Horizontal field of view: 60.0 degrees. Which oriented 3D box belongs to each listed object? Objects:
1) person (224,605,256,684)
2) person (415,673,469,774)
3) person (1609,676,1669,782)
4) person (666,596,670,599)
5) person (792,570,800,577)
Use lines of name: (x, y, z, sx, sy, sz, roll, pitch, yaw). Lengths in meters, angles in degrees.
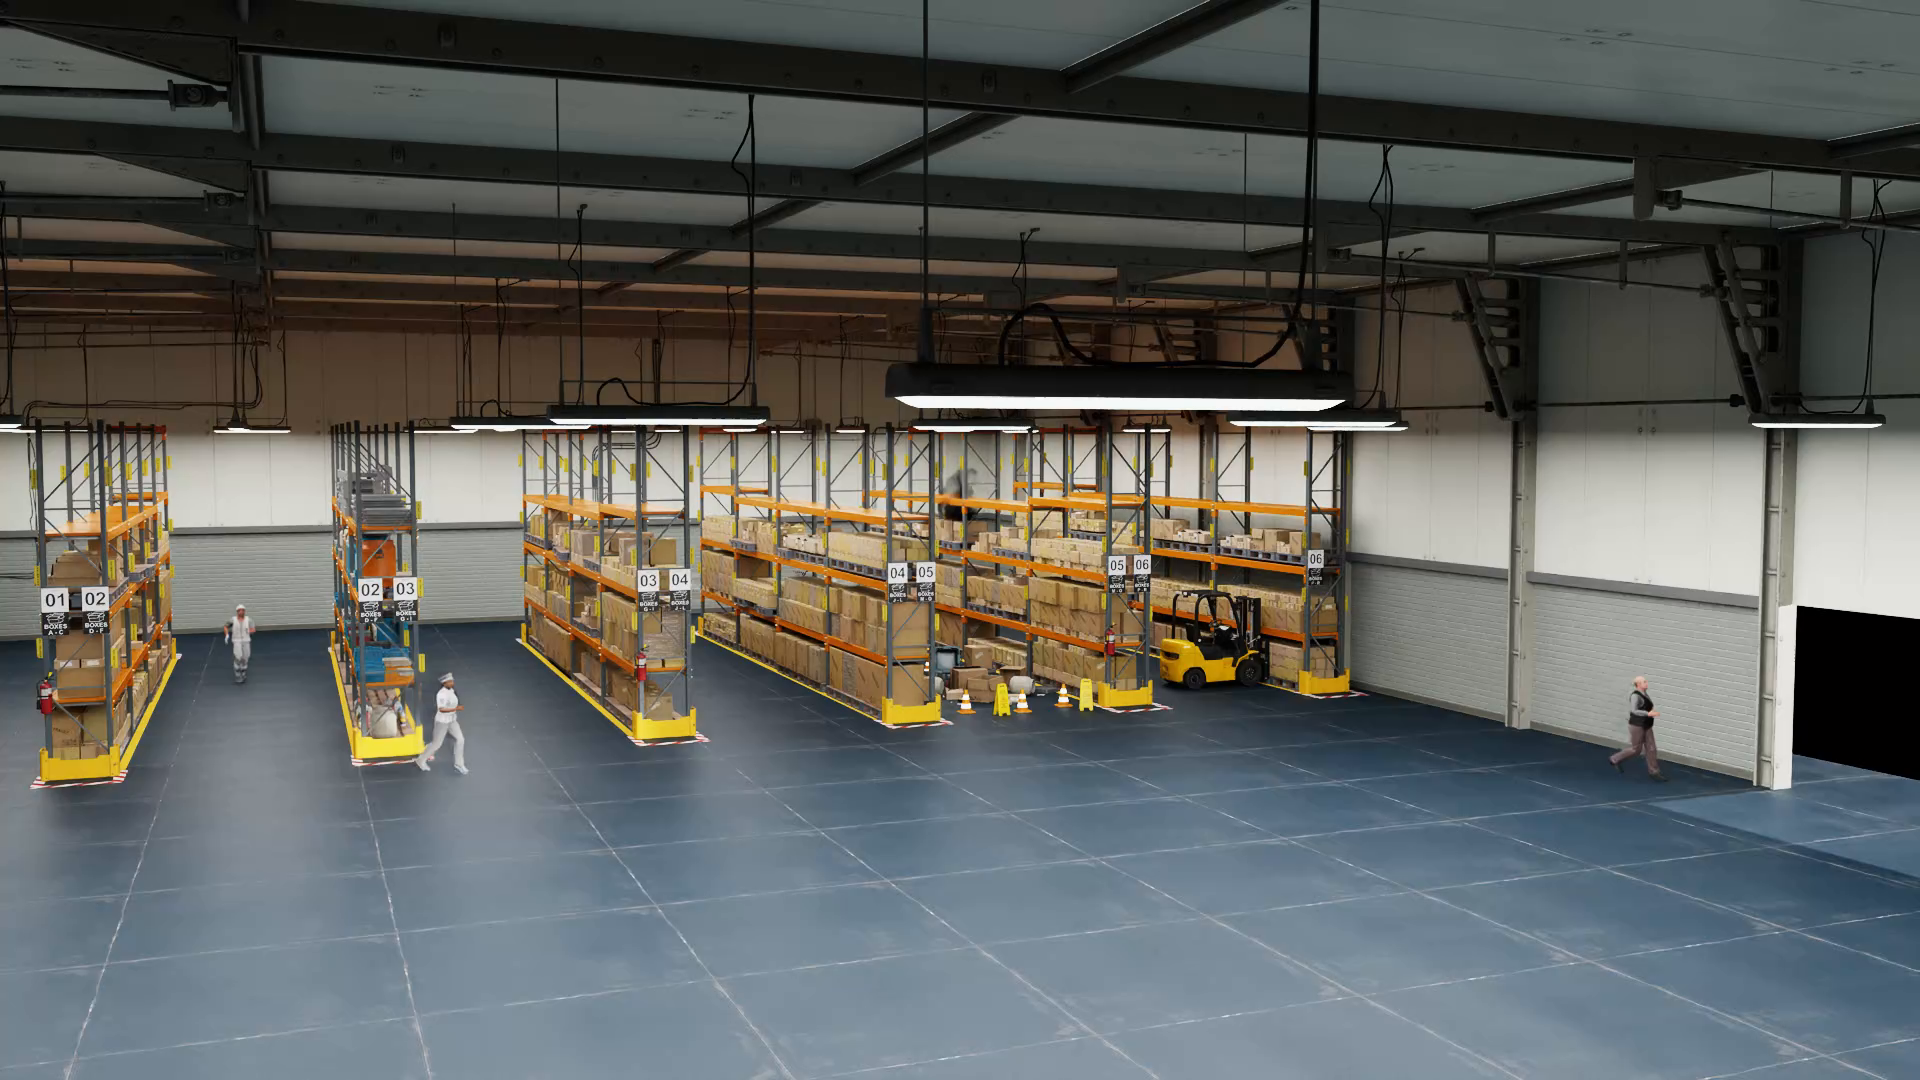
person: (-16.693, 2.419, 38.608, 0.644, 1.828, 0.748, -3, 4, -35)
person: (-8.782, 3.114, 28.254, 0.894, 1.744, 0.589, 1, 4, 13)
person: (11.302, 3.157, 27.646, 0.954, 1.646, 0.662, 3, 5, 41)
person: (-7.641, 2.033, 44.890, 0.685, 1.720, 0.633, -2, 4, -23)
person: (-4.637, 1.770, 50.591, 1.021, 1.718, 0.705, -2, 4, -26)
